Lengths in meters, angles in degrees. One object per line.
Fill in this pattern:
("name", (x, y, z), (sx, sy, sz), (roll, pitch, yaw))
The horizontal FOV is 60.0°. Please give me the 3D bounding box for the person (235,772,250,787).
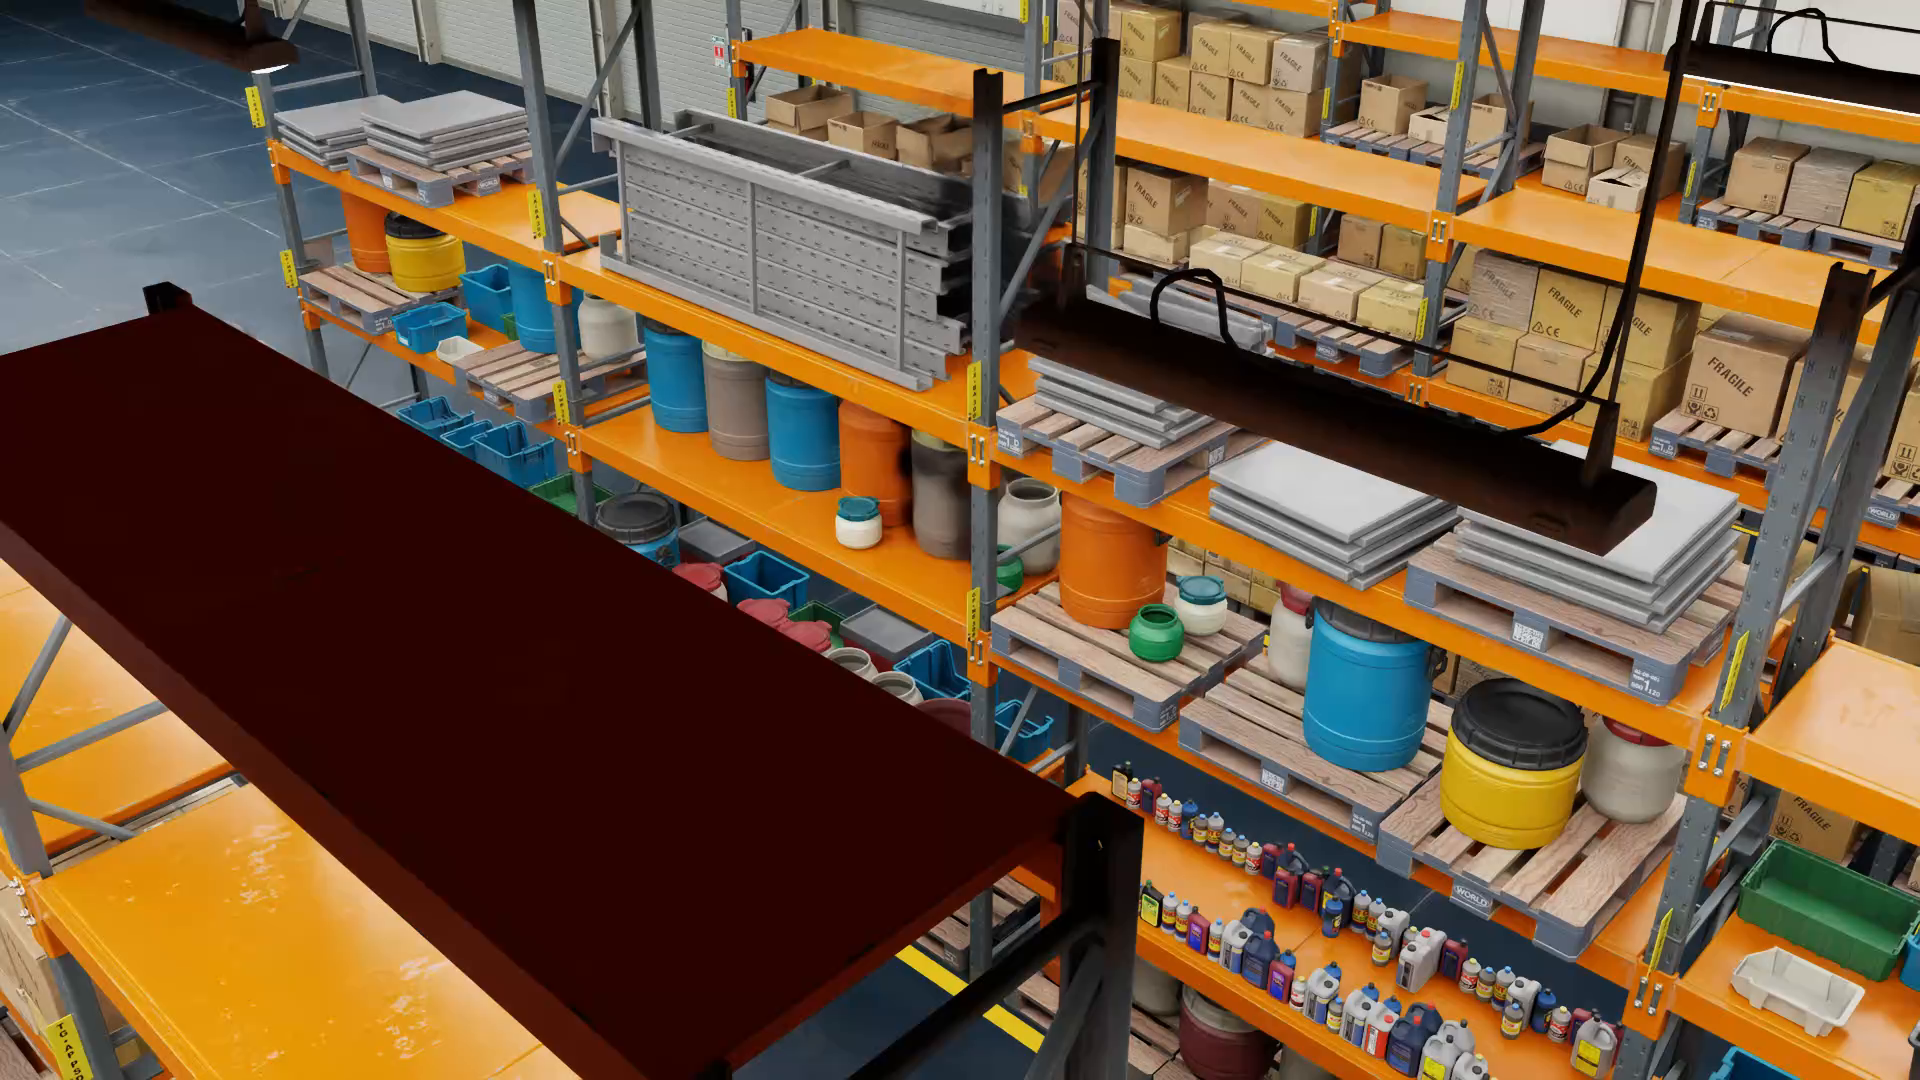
("person", (-5.626, 1.190, 12.512), (0.689, 1.594, 0.552), (18, 34, 29))
